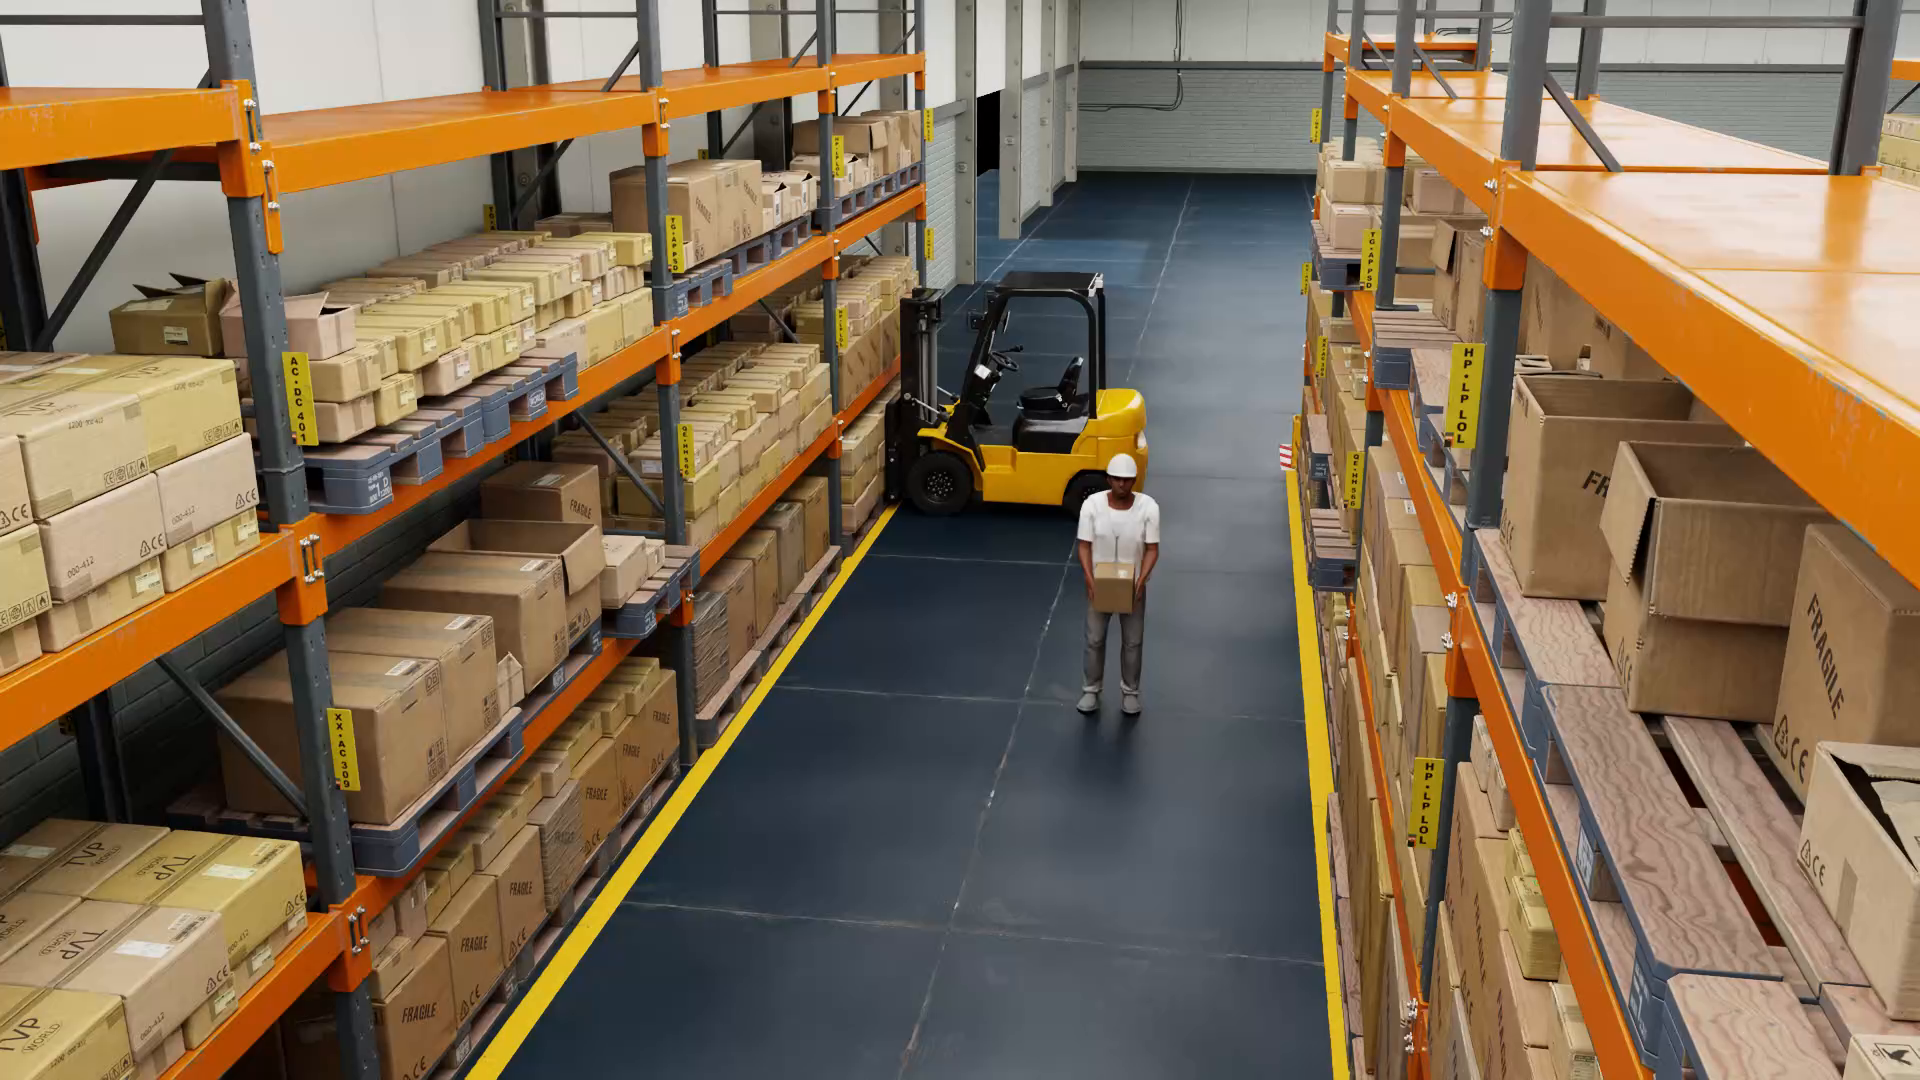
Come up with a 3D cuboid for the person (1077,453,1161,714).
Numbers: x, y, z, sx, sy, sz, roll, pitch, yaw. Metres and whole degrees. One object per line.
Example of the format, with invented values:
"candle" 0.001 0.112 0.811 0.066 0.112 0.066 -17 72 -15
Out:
"person" 1.039 0.307 11.053 0.547 1.769 0.532 3 18 8
